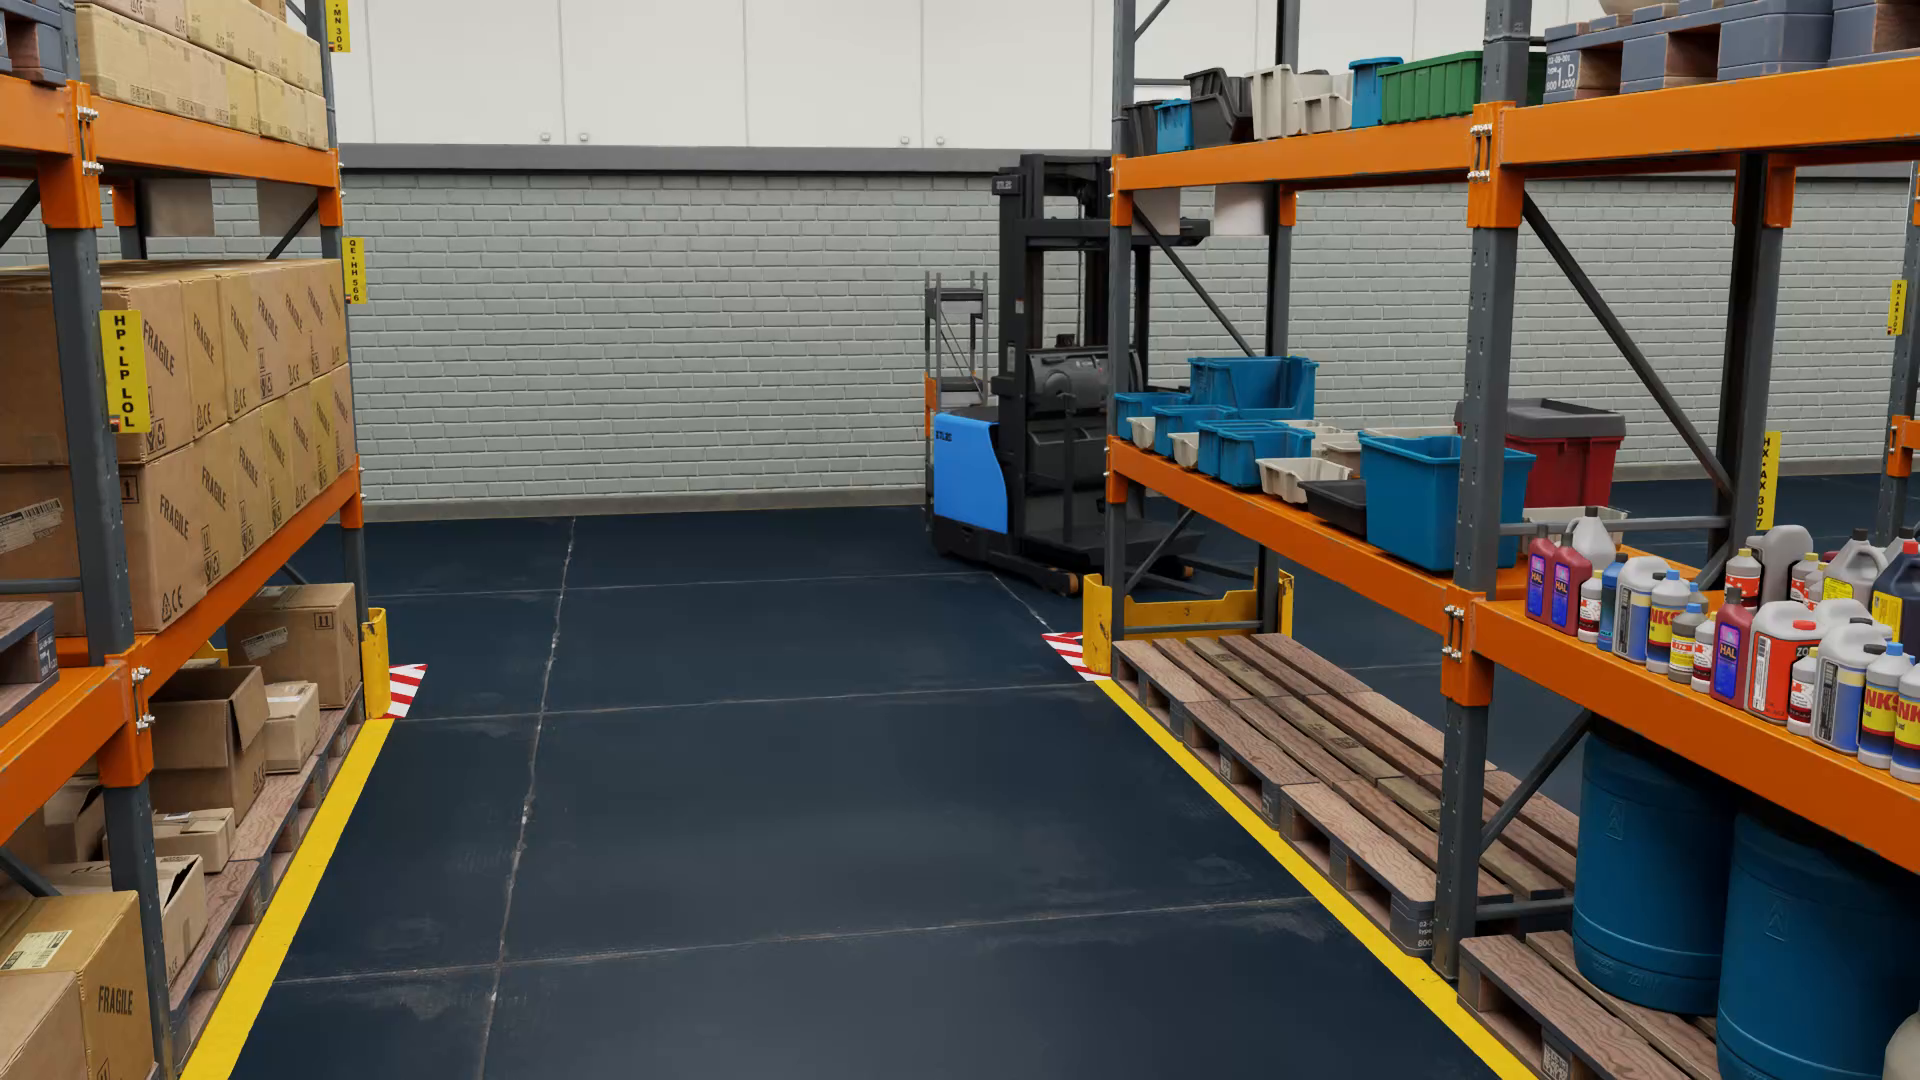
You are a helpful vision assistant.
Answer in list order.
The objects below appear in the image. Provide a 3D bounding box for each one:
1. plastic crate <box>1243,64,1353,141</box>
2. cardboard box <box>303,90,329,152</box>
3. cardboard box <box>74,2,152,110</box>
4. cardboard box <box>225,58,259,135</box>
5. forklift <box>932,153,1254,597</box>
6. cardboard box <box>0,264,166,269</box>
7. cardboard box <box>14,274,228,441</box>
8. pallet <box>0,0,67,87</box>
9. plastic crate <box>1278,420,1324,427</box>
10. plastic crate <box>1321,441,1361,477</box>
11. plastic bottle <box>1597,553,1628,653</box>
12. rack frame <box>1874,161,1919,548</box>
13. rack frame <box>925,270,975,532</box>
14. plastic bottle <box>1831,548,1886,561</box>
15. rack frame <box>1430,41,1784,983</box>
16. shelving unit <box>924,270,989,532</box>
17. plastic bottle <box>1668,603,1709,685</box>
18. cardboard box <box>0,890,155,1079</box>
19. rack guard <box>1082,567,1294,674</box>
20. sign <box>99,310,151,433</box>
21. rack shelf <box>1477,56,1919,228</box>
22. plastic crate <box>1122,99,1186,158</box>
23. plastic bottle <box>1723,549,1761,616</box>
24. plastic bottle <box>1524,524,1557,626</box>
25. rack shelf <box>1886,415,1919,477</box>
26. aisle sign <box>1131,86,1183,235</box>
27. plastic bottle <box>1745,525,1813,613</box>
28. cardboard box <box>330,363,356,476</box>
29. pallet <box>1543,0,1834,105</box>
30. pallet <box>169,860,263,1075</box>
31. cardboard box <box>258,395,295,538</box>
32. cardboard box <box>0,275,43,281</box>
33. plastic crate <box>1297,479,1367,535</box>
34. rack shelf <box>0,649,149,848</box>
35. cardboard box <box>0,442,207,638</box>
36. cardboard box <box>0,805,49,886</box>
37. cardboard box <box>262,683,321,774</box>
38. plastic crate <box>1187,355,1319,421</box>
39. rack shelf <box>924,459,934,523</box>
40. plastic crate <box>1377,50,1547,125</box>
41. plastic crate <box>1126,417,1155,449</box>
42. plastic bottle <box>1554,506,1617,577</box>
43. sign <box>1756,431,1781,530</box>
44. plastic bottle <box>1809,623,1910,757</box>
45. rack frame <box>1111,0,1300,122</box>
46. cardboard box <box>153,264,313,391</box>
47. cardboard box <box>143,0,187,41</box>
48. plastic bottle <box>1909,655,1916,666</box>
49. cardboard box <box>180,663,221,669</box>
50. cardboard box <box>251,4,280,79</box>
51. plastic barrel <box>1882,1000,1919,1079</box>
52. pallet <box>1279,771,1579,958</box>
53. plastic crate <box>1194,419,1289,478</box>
[{"bbox_3d":[1.442,-1.769,6.763,0.437,0.282,0.530,-2,11,-11],"label":"plastic crate"},{"bbox_3d":[-3.187,-1.907,7.573,0.500,0.250,0.500,-2,11,-11],"label":"cardboard box"},{"bbox_3d":[-2.619,-1.356,4.679,0.500,0.250,0.500,-2,11,-11],"label":"cardboard box"},{"bbox_3d":[-2.909,-1.632,6.125,0.500,0.250,0.500,-2,11,-11],"label":"cardboard box"},{"bbox_3d":[0.999,-1.157,11.438,1.130,2.935,3.031,-7,13,-32],"label":"forklift"},{"bbox_3d":[-3.516,-0.854,6.718,0.500,0.500,0.500,-2,11,-10],"label":"cardboard box"},{"bbox_3d":[-2.684,-0.590,5.332,0.500,0.500,0.500,-2,11,-13],"label":"cardboard box"},{"bbox_3d":[-2.710,-1.117,3.525,1.213,0.211,1.003,-2,11,-11],"label":"pallet"},{"bbox_3d":[1.650,-0.528,8.495,0.396,0.136,0.243,-2,11,-11],"label":"plastic crate"},{"bbox_3d":[1.846,-0.371,7.668,0.298,0.136,0.250,-2,11,-11],"label":"plastic crate"},{"bbox_3d":[1.830,0.171,4.620,0.097,0.271,0.097,0,11,0],"label":"plastic bottle"},{"bbox_3d":[6.172,-0.952,10.174,1.000,3.000,0.127,-2,11,-11],"label":"rack frame"},{"bbox_3d":[-0.080,-1.107,13.395,0.400,2.100,0.015,-2,11,-11],"label":"rack frame"},{"bbox_3d":[2.557,0.151,4.714,0.152,0.276,0.135,-2,11,-11],"label":"plastic bottle"},{"bbox_3d":[2.092,-0.038,5.373,1.000,3.000,0.127,-2,11,-11],"label":"rack frame"},{"bbox_3d":[-0.032,-1.062,13.160,0.431,2.100,0.503,-2,11,-11],"label":"shelving unit"},{"bbox_3d":[1.894,0.266,4.309,0.097,0.201,0.097,0,11,0],"label":"plastic bottle"},{"bbox_3d":[-2.391,1.234,4.202,0.500,0.500,0.500,-2,11,-11],"label":"cardboard box"},{"bbox_3d":[1.296,0.453,9.482,1.175,0.500,0.348,-2,11,-11],"label":"rack guard"},{"bbox_3d":[-2.224,-0.448,4.431,0.100,0.325,0.005,-2,11,-11],"label":"sign"},{"bbox_3d":[2.481,-0.791,3.232,1.077,0.370,4.000,-2,11,-11],"label":"rack shelf"},{"bbox_3d":[1.115,-2.100,8.535,0.497,0.269,0.590,-2,11,-11],"label":"plastic crate"},{"bbox_3d":[2.367,0.128,5.032,0.097,0.201,0.097,0,11,0],"label":"plastic bottle"},{"bbox_3d":[1.745,0.102,4.949,0.061,0.283,0.133,-2,11,-11],"label":"plastic bottle"},{"bbox_3d":[6.561,-0.231,8.314,1.077,0.370,4.000,-2,11,-11],"label":"rack shelf"},{"bbox_3d":[1.009,-2.051,8.997,0.394,0.787,0.004,-2,11,-11],"label":"aisle sign"},{"bbox_3d":[2.486,0.084,5.066,0.152,0.276,0.135,-2,11,-11],"label":"plastic bottle"},{"bbox_3d":[-3.192,-0.569,7.896,0.500,0.500,0.500,-2,11,-9],"label":"cardboard box"},{"bbox_3d":[2.340,-1.278,4.373,1.213,0.211,1.003,-2,11,-11],"label":"pallet"},{"bbox_3d":[-2.900,1.386,5.353,1.003,0.211,1.213,-2,11,-11],"label":"pallet"},{"bbox_3d":[-2.898,-0.290,6.429,0.500,0.500,0.500,-2,11,-12],"label":"cardboard box"},{"bbox_3d":[-3.222,-0.576,5.258,0.500,0.500,0.500,-2,11,-12],"label":"cardboard box"},{"bbox_3d":[1.611,-0.128,6.420,0.437,0.125,0.590,-2,11,-11],"label":"plastic crate"},{"bbox_3d":[-2.379,0.862,2.570,1.077,0.370,4.000,-2,11,-11],"label":"rack shelf"},{"bbox_3d":[-2.600,-0.011,4.964,0.500,0.500,0.500,-2,11,-10],"label":"cardboard box"},{"bbox_3d":[-3.157,1.059,5.117,0.500,0.500,0.500,-2,11,-11],"label":"cardboard box"},{"bbox_3d":[-3.043,0.809,7.102,0.500,0.250,0.500,-2,11,-11],"label":"cardboard box"},{"bbox_3d":[1.562,-0.764,8.931,0.616,0.435,0.499,-2,11,-11],"label":"plastic crate"},{"bbox_3d":[-0.032,-0.361,13.293,0.431,0.518,0.480,-2,11,-11],"label":"rack shelf"},{"bbox_3d":[1.713,-1.474,5.463,0.450,0.188,0.662,-2,11,-11],"label":"plastic crate"},{"bbox_3d":[1.020,-0.552,8.621,0.250,0.136,0.298,-2,11,-11],"label":"plastic crate"},{"bbox_3d":[1.850,0.070,4.937,0.144,0.351,0.185,-2,11,-11],"label":"plastic bottle"},{"bbox_3d":[2.632,-0.193,5.450,0.100,0.325,0.005,-2,11,-11],"label":"sign"},{"bbox_3d":[2.033,0.334,3.750,0.152,0.276,0.135,-2,11,-11],"label":"plastic bottle"},{"bbox_3d":[1.314,-3.719,8.666,1.000,3.000,0.127,-2,11,-11],"label":"rack frame"},{"bbox_3d":[-2.985,-0.873,6.820,0.500,0.500,0.500,-2,11,-9],"label":"cardboard box"},{"bbox_3d":[-2.718,-1.694,5.114,0.500,0.250,0.500,-2,11,-11],"label":"cardboard box"},{"bbox_3d":[2.152,0.363,3.799,0.097,0.201,0.097,0,11,0],"label":"plastic bottle"},{"bbox_3d":[-3.621,0.744,7.440,0.500,0.250,0.500,-2,11,-11],"label":"cardboard box"},{"bbox_3d":[-3.005,-1.969,6.561,0.500,0.250,0.500,-2,11,-11],"label":"cardboard box"},{"bbox_3d":[2.341,1.315,3.795,0.421,0.512,0.421,0,11,0],"label":"plastic barrel"},{"bbox_3d":[1.911,1.199,6.335,1.003,0.211,1.213,-2,11,-11],"label":"pallet"},{"bbox_3d":[1.295,-0.420,7.668,0.416,0.233,0.300,-2,11,-11],"label":"plastic crate"}]
